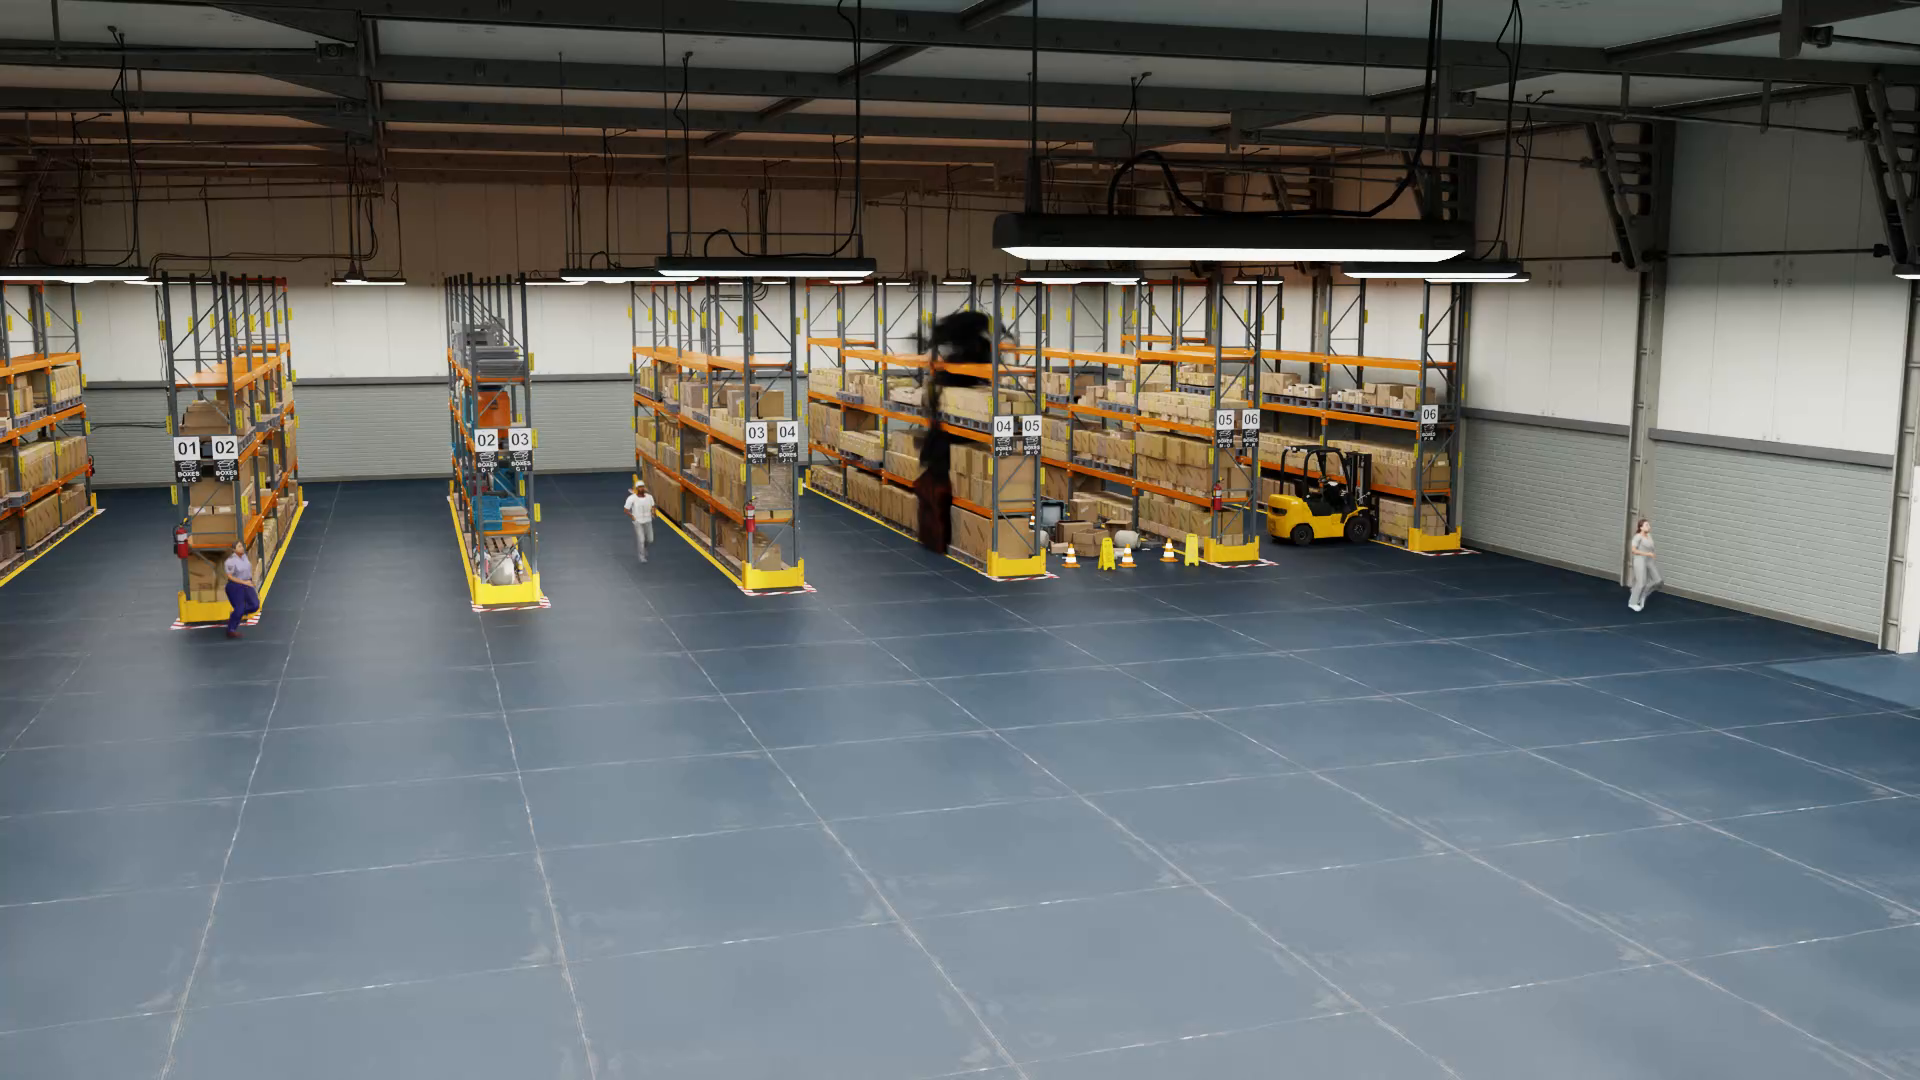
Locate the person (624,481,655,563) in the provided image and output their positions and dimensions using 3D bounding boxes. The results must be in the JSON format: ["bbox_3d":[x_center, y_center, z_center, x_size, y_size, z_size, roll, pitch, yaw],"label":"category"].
[{"bbox_3d":[-6.695,-0.388,34.956,0.696,1.716,0.605,-5,10,-28],"label":"person"}]

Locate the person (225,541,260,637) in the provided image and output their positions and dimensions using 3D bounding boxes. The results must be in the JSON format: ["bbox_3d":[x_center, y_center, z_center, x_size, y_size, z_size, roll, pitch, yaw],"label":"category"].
[{"bbox_3d":[-11.885,0.799,27.543,0.604,1.599,0.631,2,9,15],"label":"person"}]

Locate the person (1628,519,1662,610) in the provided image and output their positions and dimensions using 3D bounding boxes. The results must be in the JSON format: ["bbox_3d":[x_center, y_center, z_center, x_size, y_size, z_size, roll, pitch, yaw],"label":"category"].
[{"bbox_3d":[12.201,0.444,29.634,0.616,1.641,0.568,-5,10,-29],"label":"person"}]
